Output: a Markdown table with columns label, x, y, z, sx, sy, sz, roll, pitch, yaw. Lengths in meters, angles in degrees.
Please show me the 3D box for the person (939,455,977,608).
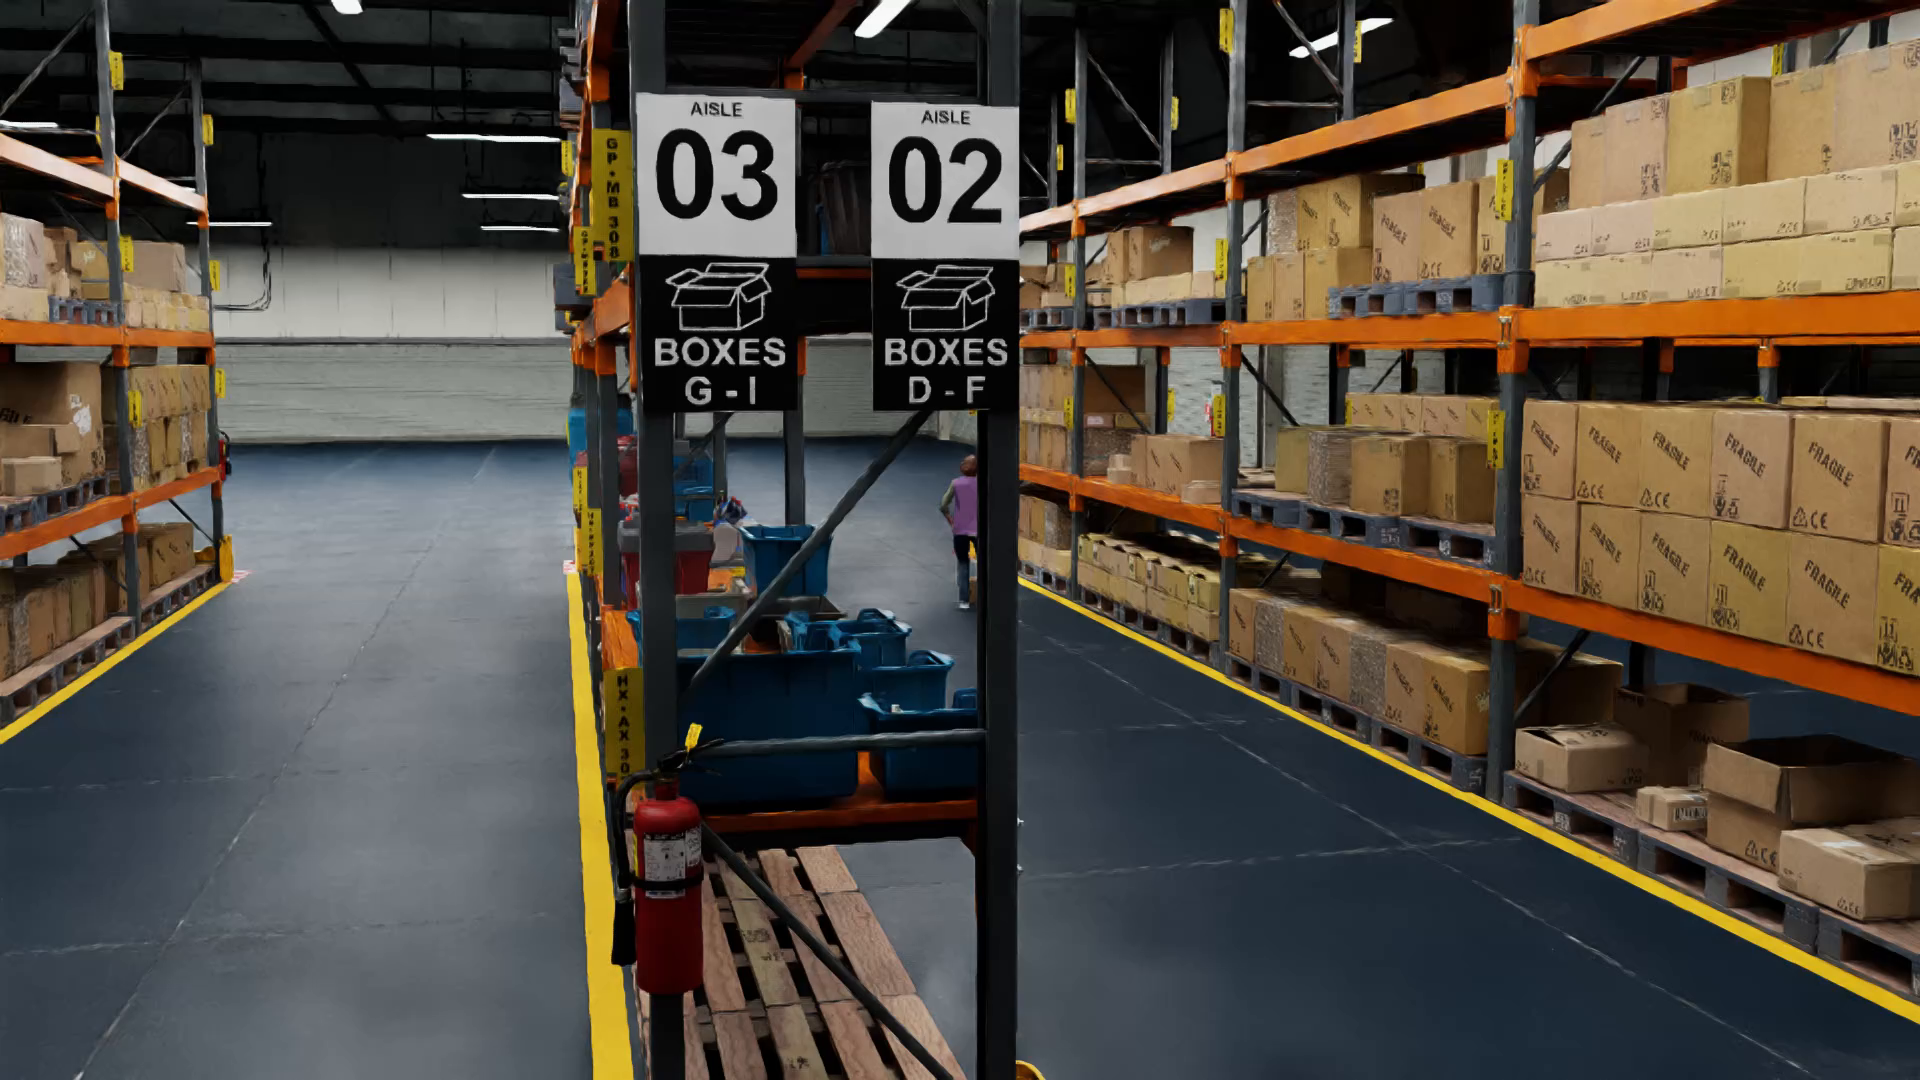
| label | x | y | z | sx | sy | sz | roll | pitch | yaw |
| --- | --- | --- | --- | --- | --- | --- | --- | --- | --- |
| person | 0.085 | -0.083 | 16.762 | 0.585 | 1.563 | 0.439 | 0 | 6 | 3 |
